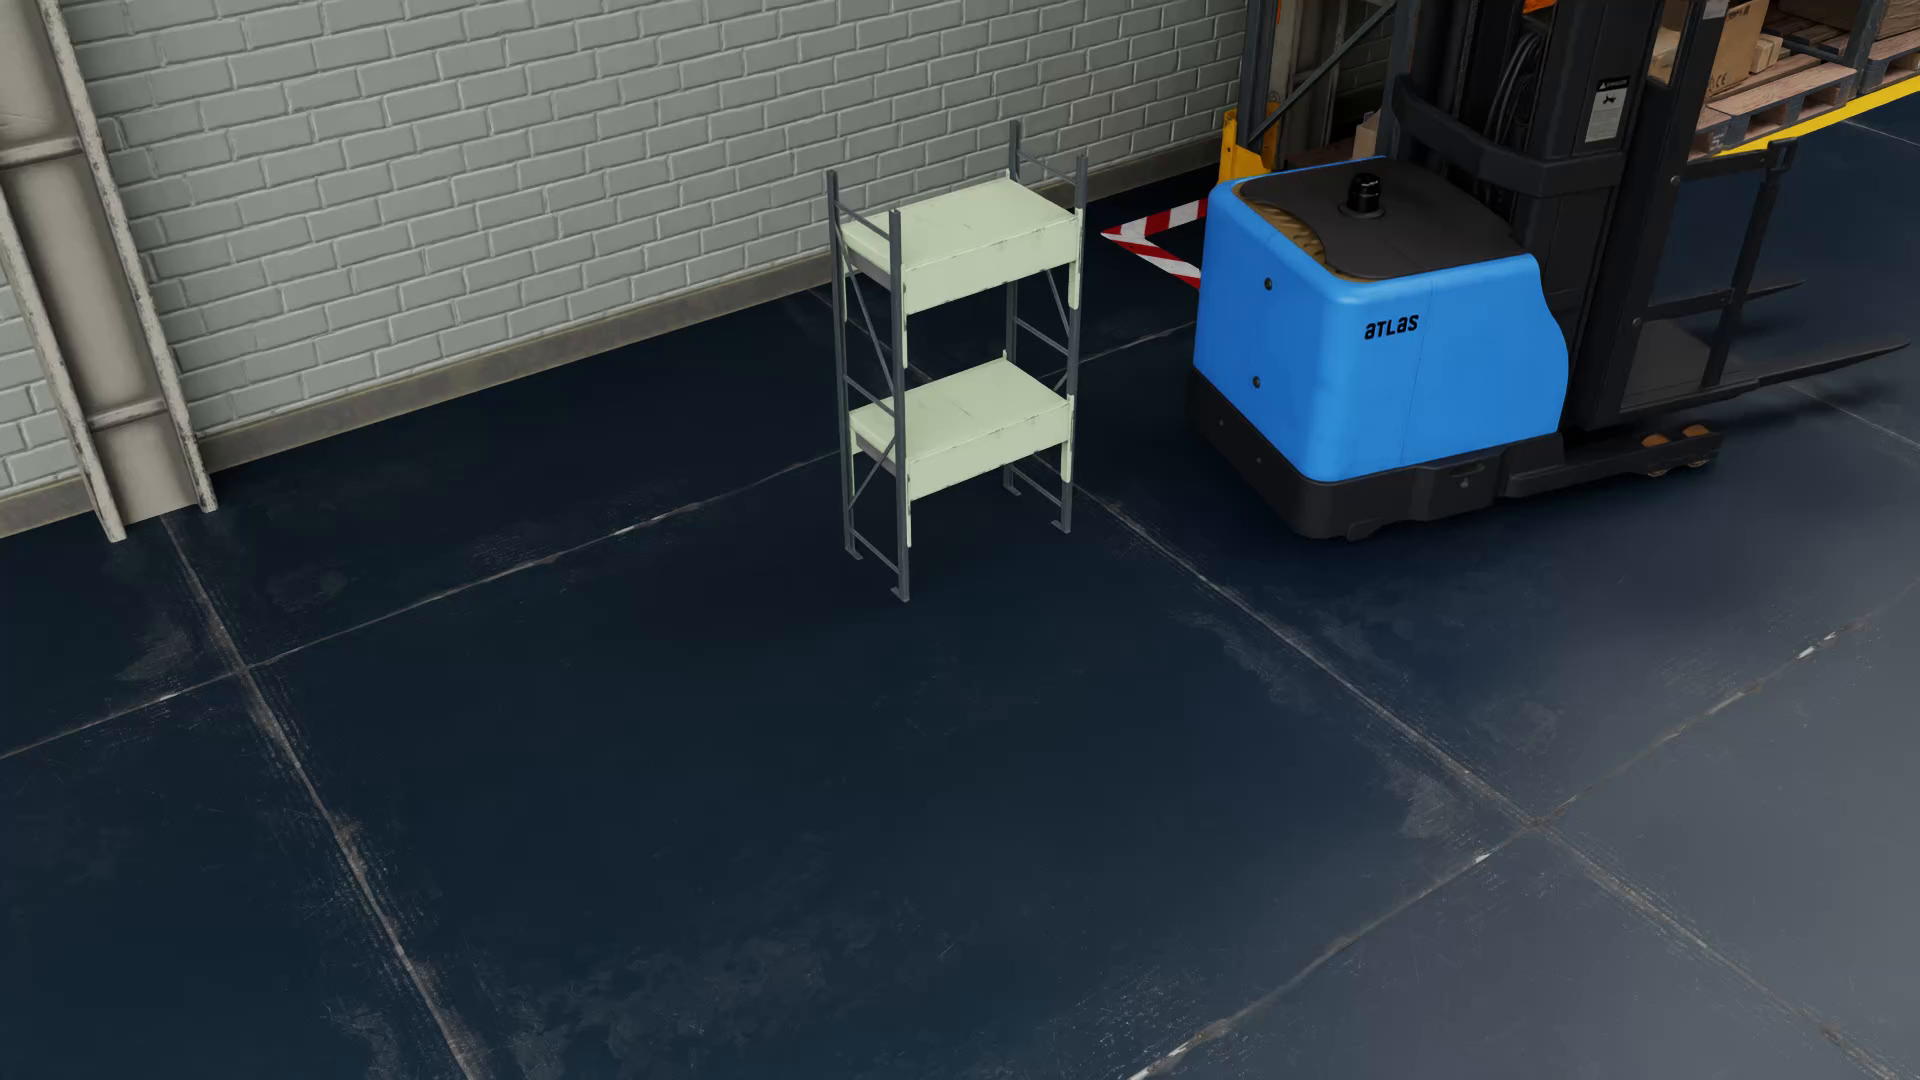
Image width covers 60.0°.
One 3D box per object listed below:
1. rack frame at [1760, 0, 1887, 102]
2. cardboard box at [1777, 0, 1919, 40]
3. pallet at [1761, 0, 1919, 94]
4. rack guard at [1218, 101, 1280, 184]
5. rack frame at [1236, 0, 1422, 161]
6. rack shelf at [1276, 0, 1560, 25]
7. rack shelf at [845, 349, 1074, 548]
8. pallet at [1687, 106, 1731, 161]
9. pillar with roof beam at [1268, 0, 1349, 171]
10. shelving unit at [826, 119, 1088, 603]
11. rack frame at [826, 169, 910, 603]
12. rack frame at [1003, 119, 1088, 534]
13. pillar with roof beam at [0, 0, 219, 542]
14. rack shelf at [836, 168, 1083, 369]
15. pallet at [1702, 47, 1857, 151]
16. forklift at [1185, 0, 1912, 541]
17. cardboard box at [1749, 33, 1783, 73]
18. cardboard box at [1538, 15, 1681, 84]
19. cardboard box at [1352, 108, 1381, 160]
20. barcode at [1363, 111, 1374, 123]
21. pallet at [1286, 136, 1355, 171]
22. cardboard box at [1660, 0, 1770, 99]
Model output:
[{"bbox_3d":[4.991,-4.062,9.328,0.127,3.000,1.000,-22,41,-28],"label":"rack frame"},{"bbox_3d":[5.583,-3.481,10.285,0.500,0.500,0.700,-21,41,-26],"label":"cardboard box"},{"bbox_3d":[5.627,-3.192,10.507,1.213,0.211,1.003,-22,41,-28],"label":"pallet"},{"bbox_3d":[1.784,-1.727,8.223,0.348,0.500,1.175,-22,41,-28],"label":"rack guard"},{"bbox_3d":[1.722,-2.716,7.458,0.127,3.000,1.000,-22,41,-28],"label":"rack frame"},{"bbox_3d":[3.356,-3.097,8.603,4.000,0.370,1.077,-22,41,-28],"label":"rack shelf"},{"bbox_3d":[-0.005,-0.342,5.999,0.720,0.370,0.431,-22,41,-28],"label":"rack shelf"},{"bbox_3d":[3.465,-2.274,9.231,1.213,0.211,1.003,-22,41,-28],"label":"pallet"},{"bbox_3d":[4.276,-3.745,3.750,0.400,9.000,9.100,-22,41,-28],"label":"pillar with roof beam"},{"bbox_3d":[-0.005,-0.607,5.809,0.755,1.500,0.431,-22,41,-28],"label":"shelving unit"},{"bbox_3d":[-0.305,-0.484,5.638,0.023,1.500,0.400,-22,41,-28],"label":"rack frame"},{"bbox_3d":[0.294,-0.730,5.980,0.023,1.500,0.400,-22,41,-28],"label":"rack frame"},{"bbox_3d":[-0.629,-1.727,0.944,0.400,9.000,9.100,-22,41,-28],"label":"pillar with roof beam"},{"bbox_3d":[-0.005,-0.923,5.581,0.720,0.370,0.431,-22,41,-28],"label":"rack shelf"},{"bbox_3d":[4.463,-2.687,9.805,1.213,0.211,1.003,-22,41,-28],"label":"pallet"},{"bbox_3d":[2.497,-1.717,6.128,3.031,2.935,1.130,-12,38,-17],"label":"forklift"},{"bbox_3d":[4.571,-2.896,9.757,0.250,0.166,0.380,-28,44,-33],"label":"cardboard box"},{"bbox_3d":[3.434,-2.484,8.899,0.500,0.500,0.700,-25,43,-31],"label":"cardboard box"},{"bbox_3d":[2.339,-1.993,8.378,0.500,0.311,0.500,-28,44,-33],"label":"cardboard box"},{"bbox_3d":[2.123,-2.194,8.649,0.075,0.075,0.001,-22,41,-28],"label":"barcode"},{"bbox_3d":[2.468,-1.866,8.664,1.213,0.211,1.003,-22,41,-28],"label":"pallet"},{"bbox_3d":[4.166,-2.857,9.418,0.500,0.500,0.500,-26,43,-31],"label":"cardboard box"}]
